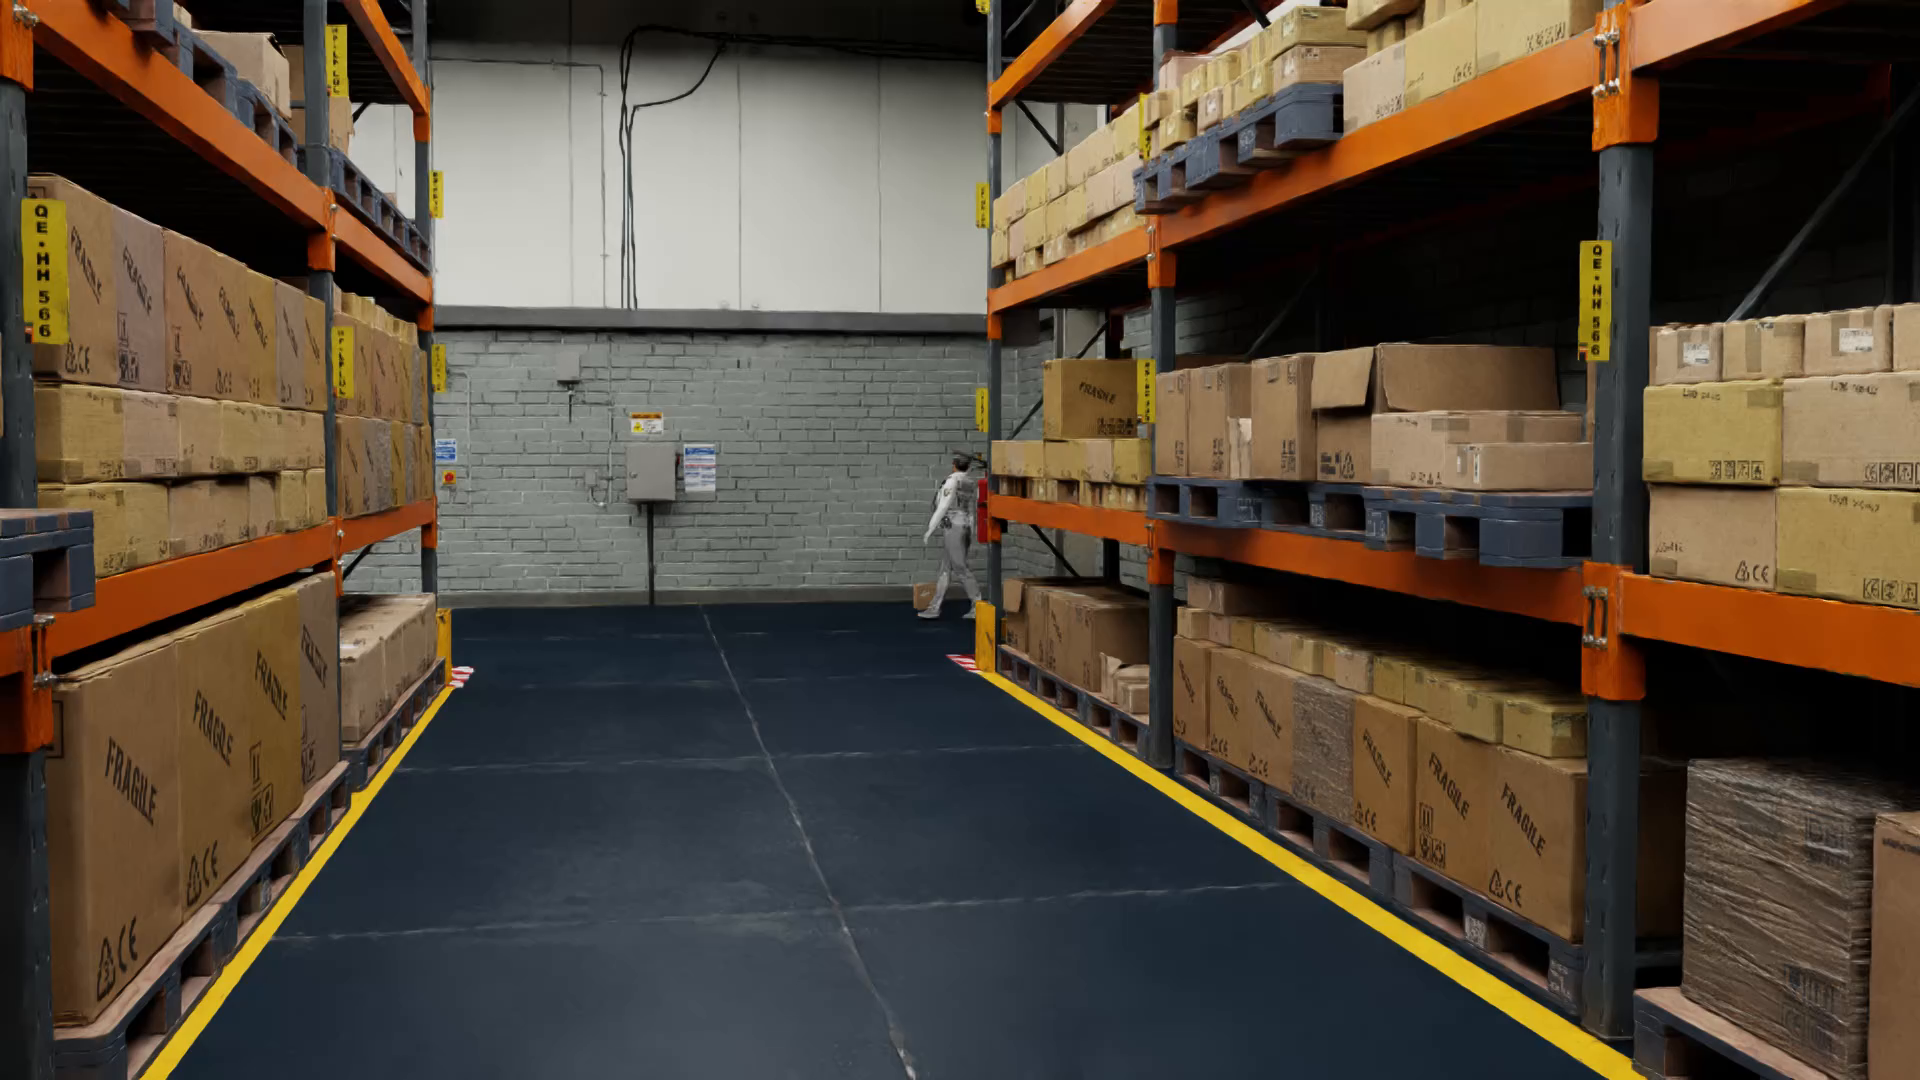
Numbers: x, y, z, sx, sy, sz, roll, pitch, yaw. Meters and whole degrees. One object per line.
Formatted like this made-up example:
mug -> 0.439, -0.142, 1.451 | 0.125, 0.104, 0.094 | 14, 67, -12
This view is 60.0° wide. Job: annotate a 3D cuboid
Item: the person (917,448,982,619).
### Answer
person -> -0.077, -0.060, 16.016 | 0.684, 1.642, 0.519 | 1, 3, 13
